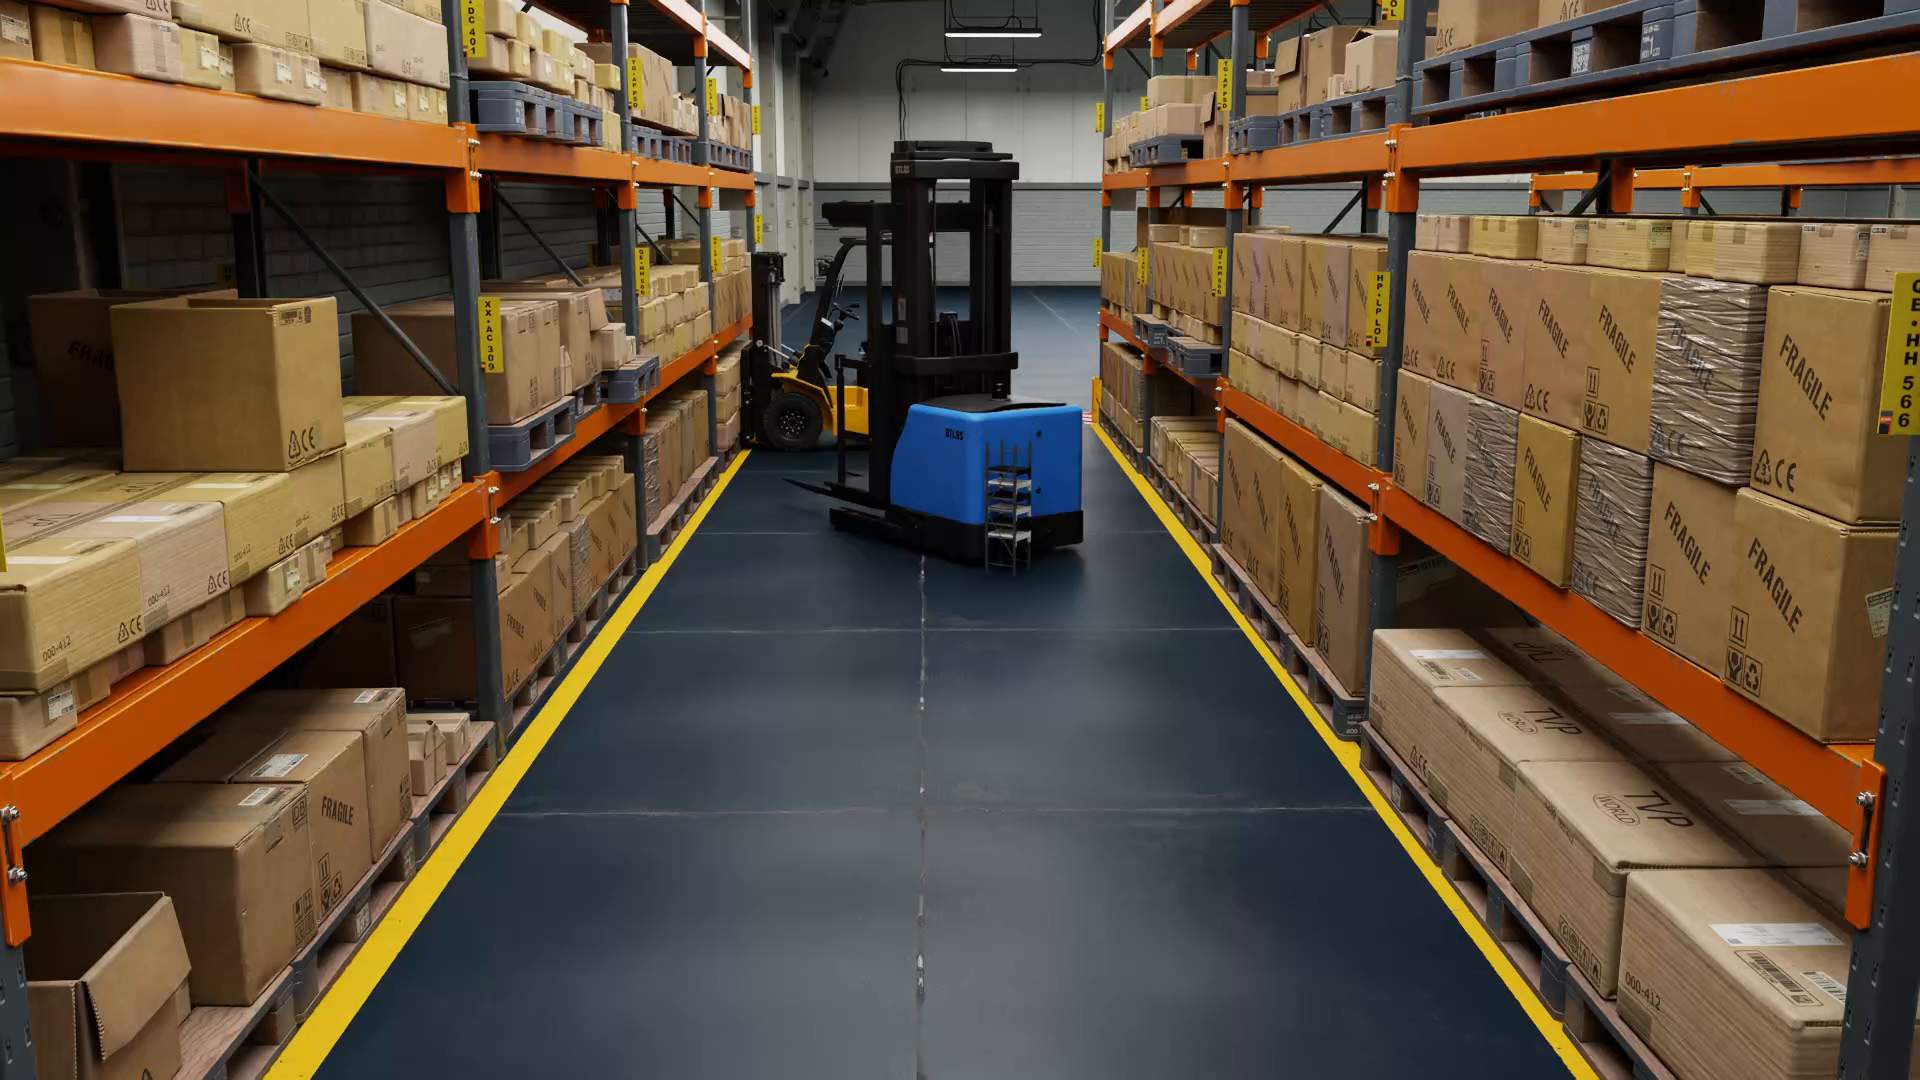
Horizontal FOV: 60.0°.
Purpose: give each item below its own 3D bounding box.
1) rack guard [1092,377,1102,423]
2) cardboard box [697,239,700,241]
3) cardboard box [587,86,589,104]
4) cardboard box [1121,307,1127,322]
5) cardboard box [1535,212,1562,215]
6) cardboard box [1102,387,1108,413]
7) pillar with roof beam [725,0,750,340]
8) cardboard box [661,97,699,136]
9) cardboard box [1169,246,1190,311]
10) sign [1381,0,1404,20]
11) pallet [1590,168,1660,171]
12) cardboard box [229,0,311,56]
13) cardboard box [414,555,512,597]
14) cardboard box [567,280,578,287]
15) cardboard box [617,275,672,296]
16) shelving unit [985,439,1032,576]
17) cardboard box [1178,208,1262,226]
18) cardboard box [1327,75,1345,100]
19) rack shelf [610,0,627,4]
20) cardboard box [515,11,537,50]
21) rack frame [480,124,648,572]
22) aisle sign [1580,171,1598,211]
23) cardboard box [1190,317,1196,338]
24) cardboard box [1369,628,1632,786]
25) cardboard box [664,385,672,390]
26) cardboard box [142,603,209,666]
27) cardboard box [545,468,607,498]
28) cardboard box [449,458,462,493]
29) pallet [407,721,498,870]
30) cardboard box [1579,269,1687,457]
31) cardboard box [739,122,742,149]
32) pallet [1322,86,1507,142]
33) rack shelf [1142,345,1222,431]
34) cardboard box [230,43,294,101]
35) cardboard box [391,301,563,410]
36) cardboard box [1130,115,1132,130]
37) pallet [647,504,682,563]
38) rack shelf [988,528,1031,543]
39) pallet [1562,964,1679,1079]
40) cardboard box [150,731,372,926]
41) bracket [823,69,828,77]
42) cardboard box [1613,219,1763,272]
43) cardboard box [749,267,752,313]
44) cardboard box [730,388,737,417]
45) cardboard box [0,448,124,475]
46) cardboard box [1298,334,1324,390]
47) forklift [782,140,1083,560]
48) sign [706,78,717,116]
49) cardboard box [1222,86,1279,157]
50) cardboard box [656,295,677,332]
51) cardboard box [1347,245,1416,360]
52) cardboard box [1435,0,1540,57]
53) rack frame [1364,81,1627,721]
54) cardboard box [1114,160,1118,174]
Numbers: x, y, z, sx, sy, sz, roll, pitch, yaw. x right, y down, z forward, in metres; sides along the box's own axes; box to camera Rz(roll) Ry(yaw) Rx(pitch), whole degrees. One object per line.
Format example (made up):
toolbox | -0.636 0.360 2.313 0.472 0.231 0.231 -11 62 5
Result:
rack guard | 2.128 -1.630 19.335 1.175 0.500 0.348 0 11 -1
cardboard box | -3.042 -3.294 18.619 0.380 0.149 0.250 0 11 -2
cardboard box | -2.457 -2.677 10.040 0.380 0.149 0.250 0 11 0
cardboard box | 1.857 -2.318 17.073 0.380 0.149 0.250 0 11 -1
cardboard box | 7.043 -3.439 18.874 0.875 0.550 0.550 0 11 -1
cardboard box | 1.867 -1.567 18.597 0.500 0.250 0.500 0 11 -2
pillar with roof beam | 0.334 -8.050 29.605 9.100 9.000 0.548 0 11 -1
cardboard box | -2.494 -3.592 14.092 0.500 0.311 0.500 -1 11 -3
cardboard box | 1.961 -2.081 13.217 0.500 0.500 0.500 -1 11 -3
sign | 1.832 -2.358 7.002 0.100 0.325 0.005 0 11 -1
pallet | 7.099 -4.190 18.344 1.003 0.211 1.213 0 11 -1
cardboard box | -2.304 -1.605 5.013 0.500 0.250 0.500 0 11 -2
cardboard box | -2.329 0.166 7.798 0.380 0.149 0.250 0 11 2
cardboard box | -2.941 -1.793 11.967 0.380 0.149 0.250 0 11 -1
cardboard box | -2.420 -1.946 12.726 0.380 0.149 0.250 0 11 0
shelving unit | 0.330 -0.227 11.417 0.258 0.900 0.210 7 13 31
cardboard box | 2.417 -2.848 15.538 0.700 0.500 0.500 0 11 -2
cardboard box | 2.186 -2.421 8.936 0.380 0.166 0.250 1 11 4
rack shelf | -2.629 -3.252 8.773 1.077 0.370 4.000 0 11 -1
cardboard box | -2.195 -2.375 7.755 0.380 0.149 0.250 0 11 -2
rack frame | -2.670 -1.259 11.218 1.000 3.000 0.127 0 11 -1
aisle sign | 7.372 -4.200 19.177 0.394 0.787 0.004 0 11 -1
cardboard box | 1.925 -1.579 12.376 0.380 0.149 0.250 -1 11 -4
cardboard box | 2.280 0.691 6.999 0.875 0.438 0.875 0 11 -2
cardboard box | -2.957 -1.499 15.748 0.500 0.250 0.500 0 11 0
cardboard box | -2.273 0.235 4.486 0.380 0.149 0.250 0 11 1
cardboard box | -2.409 -0.353 10.356 0.380 0.149 0.250 -1 11 -3
cardboard box | -2.329 -0.278 7.016 0.380 0.149 0.250 0 11 0
pallet | -2.575 1.040 6.903 1.003 0.211 1.213 0 11 -1
cardboard box | 2.162 -0.525 4.838 0.500 0.500 0.500 0 11 -1
cardboard box | -2.510 -4.294 17.666 0.396 0.266 0.258 0 11 -1
pallet | 2.307 -2.043 8.021 0.805 0.209 1.217 -1 11 -3
rack shelf | 2.251 -1.325 13.353 1.077 0.370 4.000 0 11 -1
cardboard box | -2.214 -1.385 4.927 0.380 0.149 0.250 0 11 -1
cardboard box | -2.385 -0.918 8.233 0.700 0.500 0.500 0 11 -1
cardboard box | 1.891 -4.132 16.465 0.380 0.149 0.250 0 11 0
pallet | -2.648 -0.056 12.303 1.003 0.211 1.213 0 11 -1
rack shelf | 0.330 -0.018 11.460 0.258 0.077 0.200 7 13 31
pallet | 2.363 1.519 4.543 1.003 0.211 1.213 0 11 -1
cardboard box | -2.313 0.953 5.546 0.500 0.500 0.500 0 11 0
bracket | -4.045 -13.929 49.533 0.235 0.232 0.430 0 11 -1
cardboard box | 2.169 -0.870 4.907 0.380 0.149 0.250 0 11 0
cardboard box | -2.563 -2.801 18.570 0.500 0.500 0.500 0 11 -2
cardboard box | -2.467 -1.354 16.293 0.500 0.250 0.500 0 11 -1
cardboard box | -2.805 -0.136 5.313 0.500 0.250 0.500 0 11 -1
cardboard box | 2.088 -0.945 8.792 0.500 0.250 0.500 0 11 0
forklift | -0.360 -1.538 12.769 1.130 2.935 3.031 -8 14 -34
sign | -2.211 -3.935 14.777 0.100 0.325 0.005 0 11 -1
cardboard box | 2.283 -2.987 11.943 0.700 0.500 0.500 0 11 -1
cardboard box | -2.437 -1.723 12.627 0.500 0.250 0.500 -1 11 -3
cardboard box | 2.115 -1.111 7.726 0.500 0.500 0.500 0 11 1
cardboard box | 2.177 -2.141 6.463 0.500 0.500 0.500 0 11 0
rack frame | 2.375 -0.485 7.403 1.000 3.000 0.127 0 11 -1
cardboard box | 1.875 -4.045 18.040 0.380 0.149 0.250 0 11 0
